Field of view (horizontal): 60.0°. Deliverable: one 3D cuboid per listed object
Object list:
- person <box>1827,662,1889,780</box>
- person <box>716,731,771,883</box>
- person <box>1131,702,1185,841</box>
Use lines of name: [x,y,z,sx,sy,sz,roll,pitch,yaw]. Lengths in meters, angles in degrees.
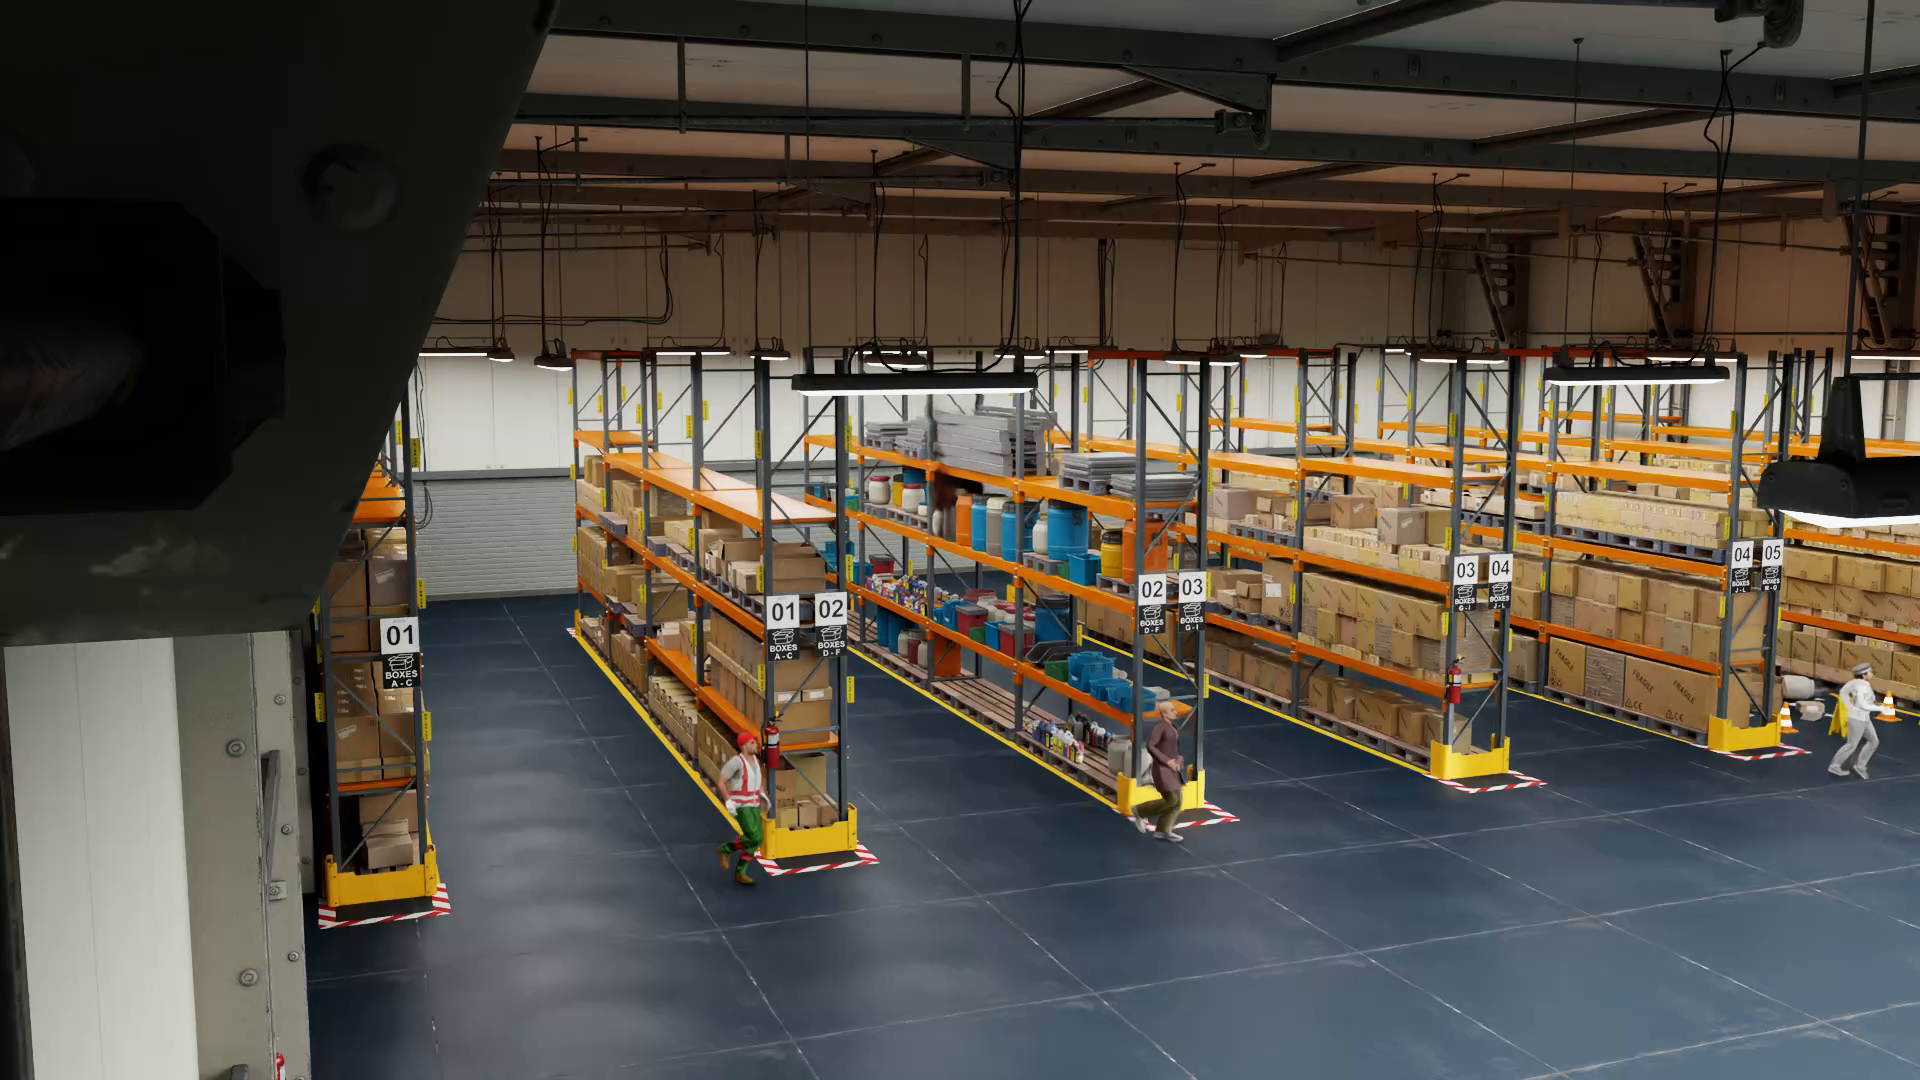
person: [12.758,2.583,23.590,0.718,1.739,0.599,4,8,27]
person: [-2.481,3.088,19.352,0.555,1.703,0.712,4,8,27]
person: [2.526,2.886,20.919,0.651,1.736,0.734,3,8,24]
